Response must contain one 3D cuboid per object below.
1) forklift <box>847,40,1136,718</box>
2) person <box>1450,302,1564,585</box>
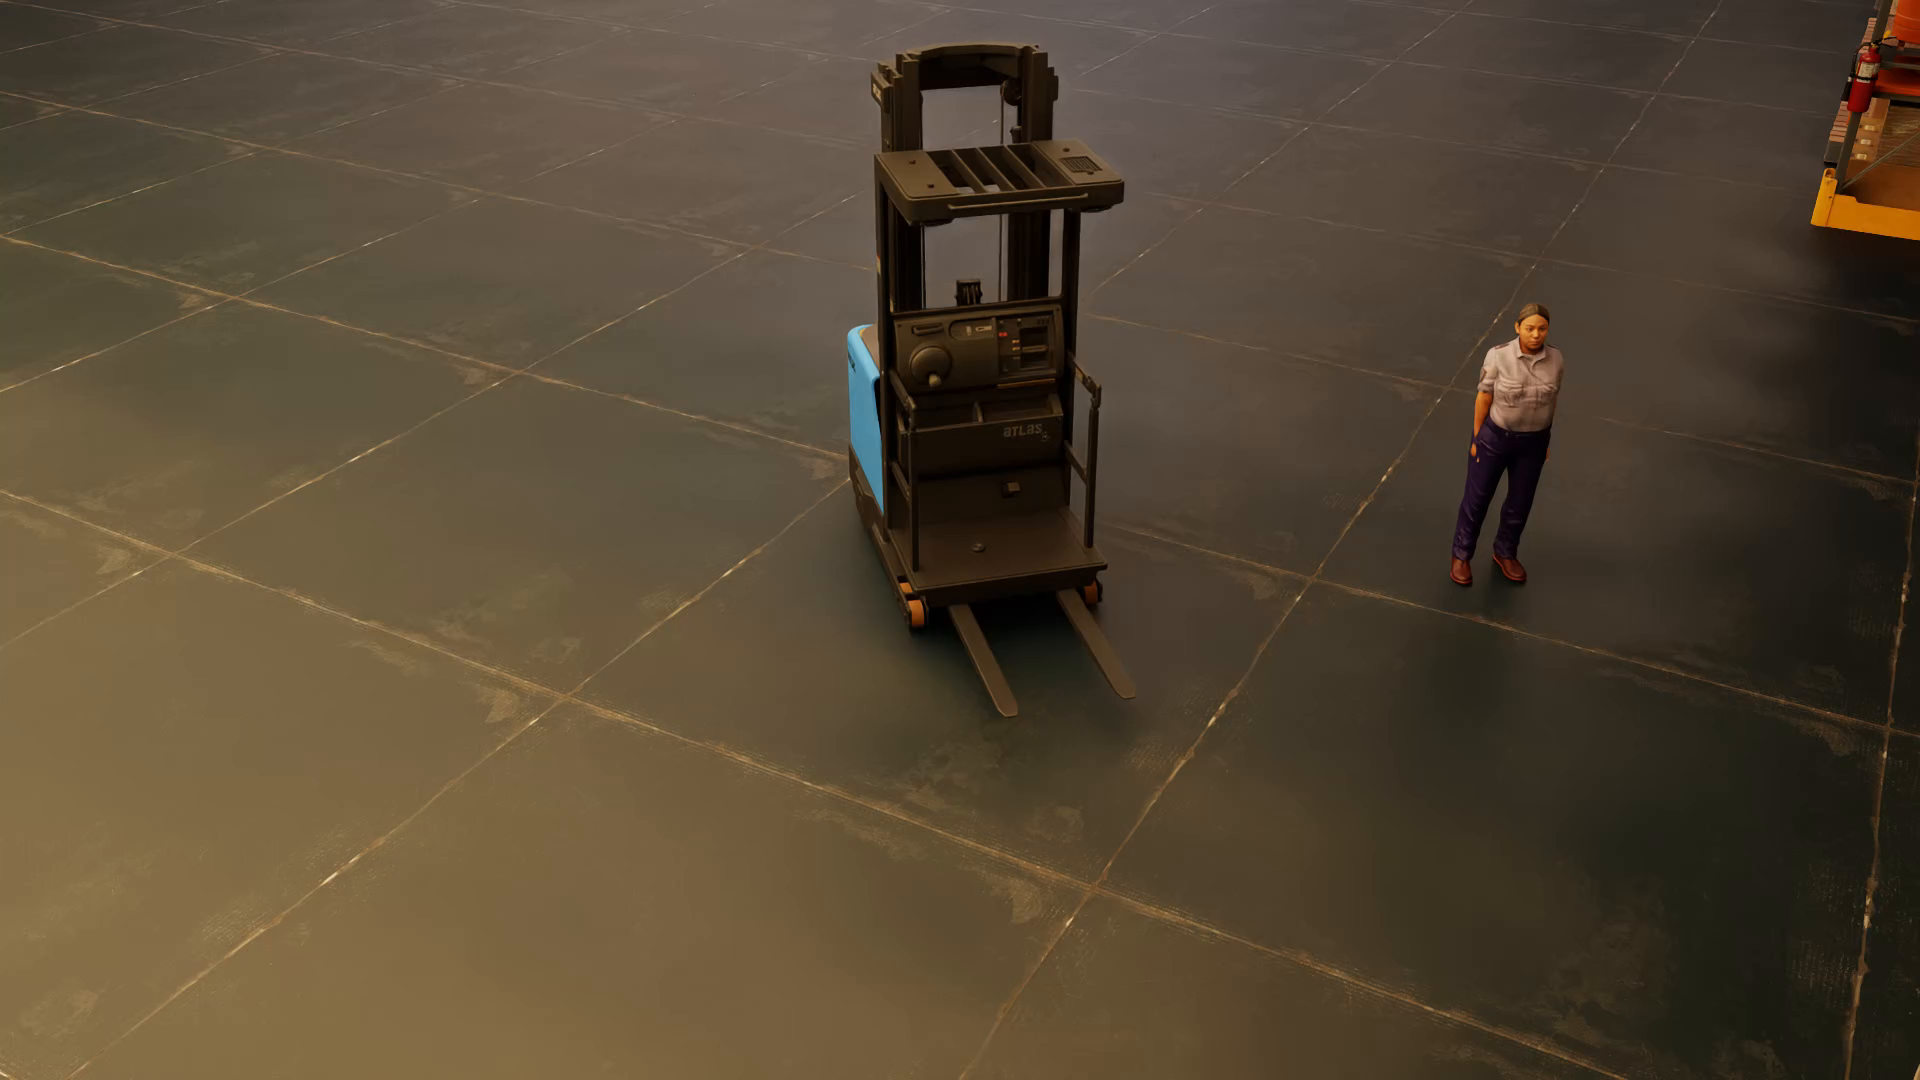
[{"bbox_3d":[0.165,-0.991,8.787,1.130,2.935,3.031,-7,31,-13],"label":"forklift"},{"bbox_3d":[3.074,-0.540,9.296,0.484,1.652,0.362,-2,30,-3],"label":"person"}]
